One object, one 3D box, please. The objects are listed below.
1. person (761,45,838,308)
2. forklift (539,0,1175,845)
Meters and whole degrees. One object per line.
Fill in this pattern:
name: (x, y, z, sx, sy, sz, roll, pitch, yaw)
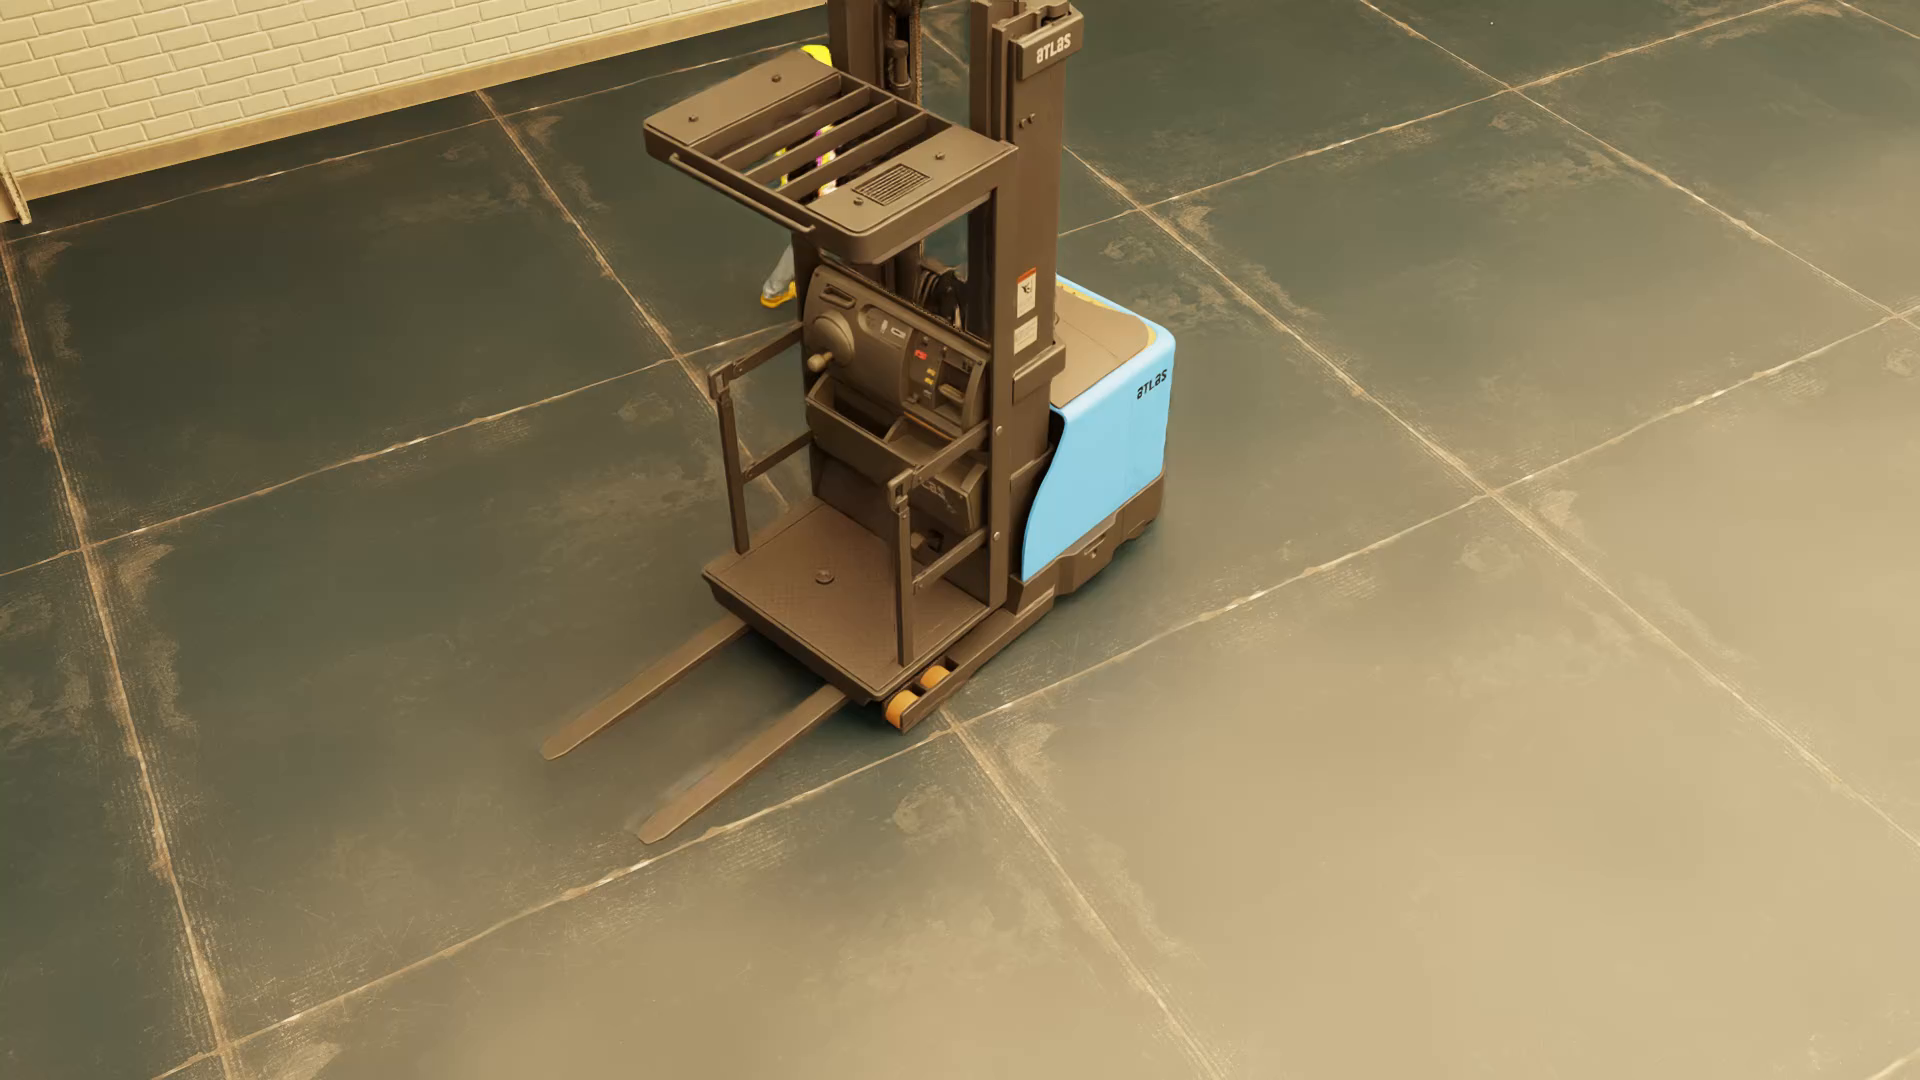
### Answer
person: (-0.709, -1.808, 8.637, 0.720, 1.628, 1.020, -9, 44, -10)
forklift: (-0.408, -0.671, 6.421, 1.130, 2.935, 3.031, 32, 51, 30)
